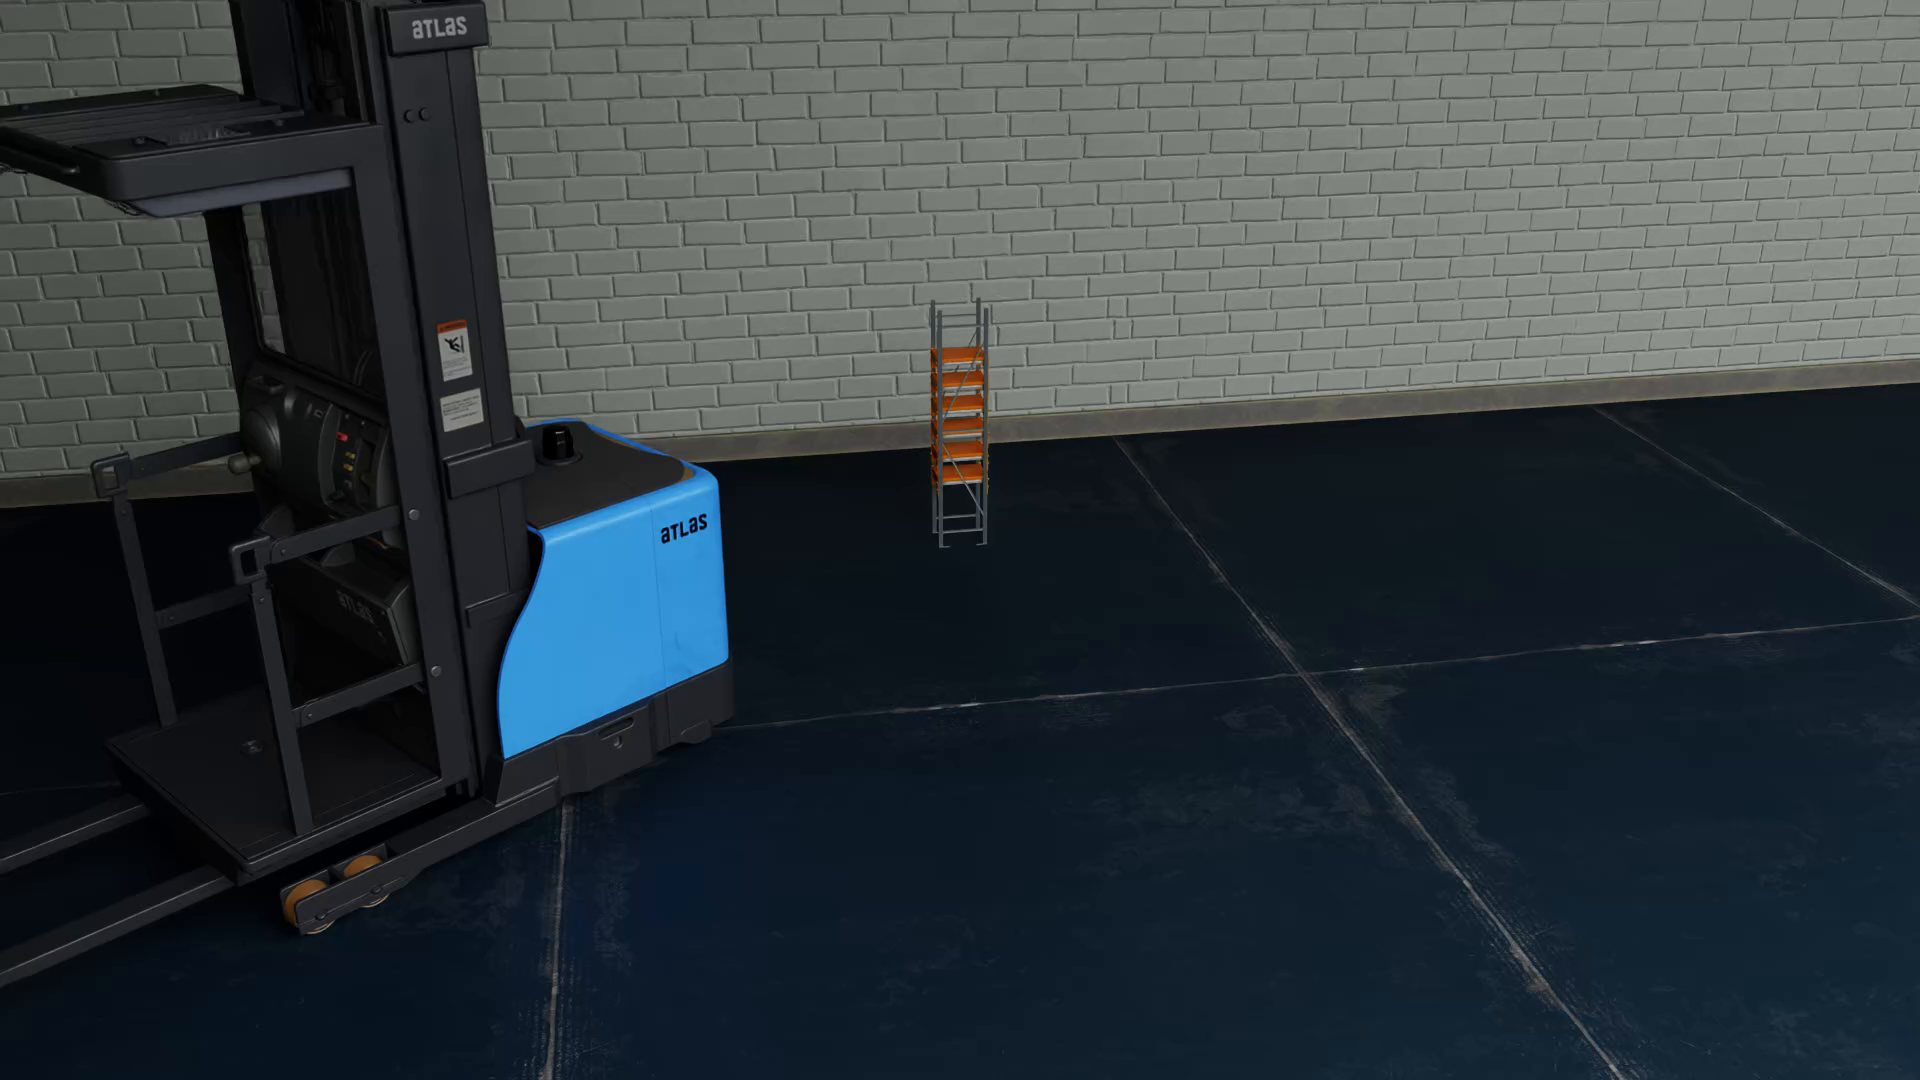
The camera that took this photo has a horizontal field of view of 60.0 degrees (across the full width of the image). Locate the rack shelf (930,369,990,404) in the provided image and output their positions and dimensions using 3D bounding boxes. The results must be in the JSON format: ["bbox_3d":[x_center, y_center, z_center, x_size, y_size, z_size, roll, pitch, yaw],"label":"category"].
[{"bbox_3d":[-0.003,-0.735,7.945,0.258,0.103,0.180,-4,24,-10],"label":"rack shelf"}]

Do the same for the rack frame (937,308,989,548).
[{"bbox_3d":[0.014,-0.520,7.940,0.240,1.200,0.006,-4,24,-10],"label":"rack frame"}]

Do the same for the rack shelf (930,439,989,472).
[{"bbox_3d":[-0.003,-0.405,8.089,0.258,0.103,0.180,-4,24,-10],"label":"rack shelf"}]

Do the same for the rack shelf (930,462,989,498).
[{"bbox_3d":[-0.003,-0.295,8.137,0.258,0.103,0.180,-4,24,-10],"label":"rack shelf"}]

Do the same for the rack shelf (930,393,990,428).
[{"bbox_3d":[-0.003,-0.625,7.993,0.258,0.103,0.180,-4,24,-10],"label":"rack shelf"}]

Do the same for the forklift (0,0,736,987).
[{"bbox_3d":[-2.254,-0.308,5.294,1.130,2.935,3.031,21,31,39],"label":"forklift"}]

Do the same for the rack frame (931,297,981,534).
[{"bbox_3d":[-0.020,-0.592,8.105,0.240,1.200,0.006,-4,24,-10],"label":"rack frame"}]

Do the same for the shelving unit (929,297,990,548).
[{"bbox_3d":[-0.003,-0.556,8.023,0.258,1.200,0.189,-4,24,-10],"label":"shelving unit"}]

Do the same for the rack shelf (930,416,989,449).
[{"bbox_3d":[-0.003,-0.515,8.041,0.258,0.103,0.180,-4,24,-10],"label":"rack shelf"}]

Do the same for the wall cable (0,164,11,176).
[{"bbox_3d":[-4.023,-2.927,7.587,3.097,2.526,0.112,-4,24,-10],"label":"wall cable"}]

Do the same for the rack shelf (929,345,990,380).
[{"bbox_3d":[-0.003,-0.845,7.897,0.258,0.103,0.180,-4,24,-10],"label":"rack shelf"}]
